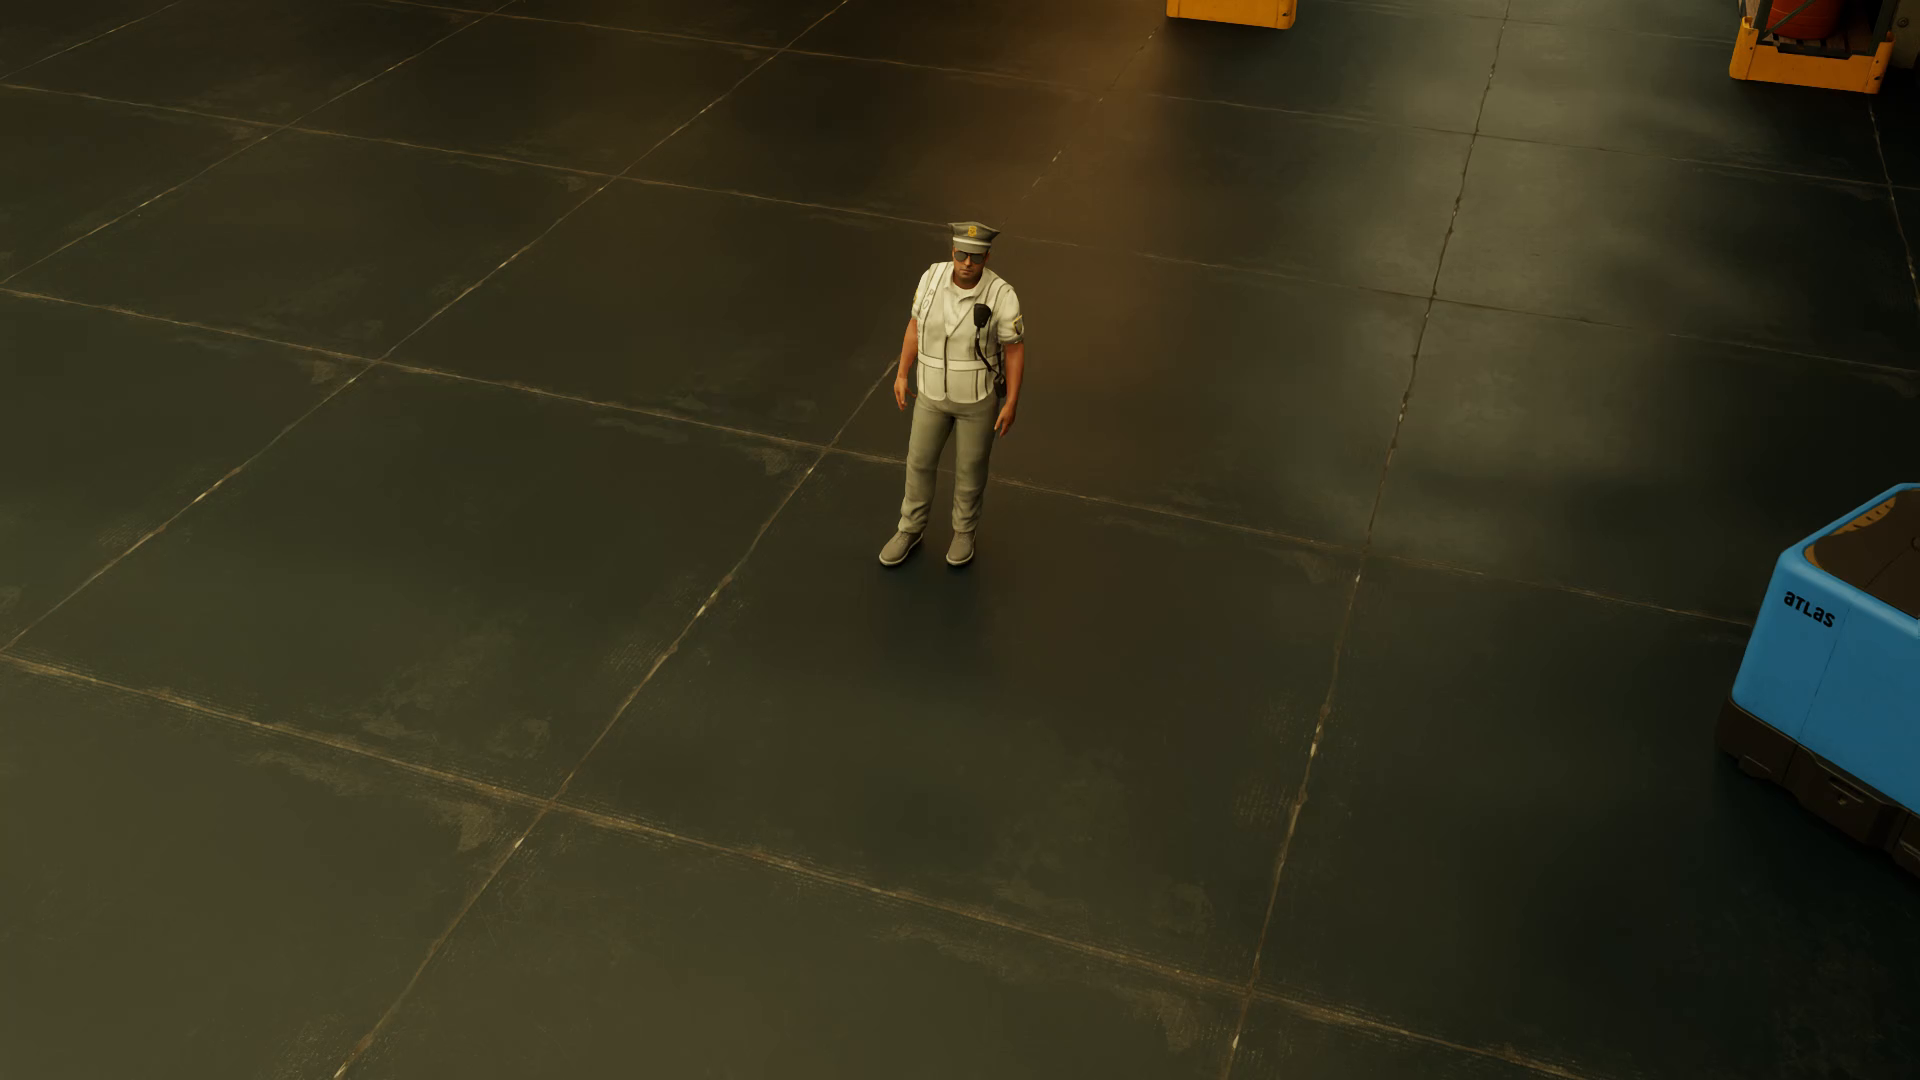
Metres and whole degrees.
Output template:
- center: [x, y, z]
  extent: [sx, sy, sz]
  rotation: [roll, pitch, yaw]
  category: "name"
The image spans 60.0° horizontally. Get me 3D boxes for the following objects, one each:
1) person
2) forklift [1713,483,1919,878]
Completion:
- center: [-0.037, -0.693, 8.069]
  extent: [0.640, 1.781, 0.575]
  rotation: [12, 37, 16]
  category: "person"
- center: [4.567, 0.265, 5.738]
  extent: [1.130, 2.935, 3.031]
  rotation: [-22, 41, -28]
  category: "forklift"
